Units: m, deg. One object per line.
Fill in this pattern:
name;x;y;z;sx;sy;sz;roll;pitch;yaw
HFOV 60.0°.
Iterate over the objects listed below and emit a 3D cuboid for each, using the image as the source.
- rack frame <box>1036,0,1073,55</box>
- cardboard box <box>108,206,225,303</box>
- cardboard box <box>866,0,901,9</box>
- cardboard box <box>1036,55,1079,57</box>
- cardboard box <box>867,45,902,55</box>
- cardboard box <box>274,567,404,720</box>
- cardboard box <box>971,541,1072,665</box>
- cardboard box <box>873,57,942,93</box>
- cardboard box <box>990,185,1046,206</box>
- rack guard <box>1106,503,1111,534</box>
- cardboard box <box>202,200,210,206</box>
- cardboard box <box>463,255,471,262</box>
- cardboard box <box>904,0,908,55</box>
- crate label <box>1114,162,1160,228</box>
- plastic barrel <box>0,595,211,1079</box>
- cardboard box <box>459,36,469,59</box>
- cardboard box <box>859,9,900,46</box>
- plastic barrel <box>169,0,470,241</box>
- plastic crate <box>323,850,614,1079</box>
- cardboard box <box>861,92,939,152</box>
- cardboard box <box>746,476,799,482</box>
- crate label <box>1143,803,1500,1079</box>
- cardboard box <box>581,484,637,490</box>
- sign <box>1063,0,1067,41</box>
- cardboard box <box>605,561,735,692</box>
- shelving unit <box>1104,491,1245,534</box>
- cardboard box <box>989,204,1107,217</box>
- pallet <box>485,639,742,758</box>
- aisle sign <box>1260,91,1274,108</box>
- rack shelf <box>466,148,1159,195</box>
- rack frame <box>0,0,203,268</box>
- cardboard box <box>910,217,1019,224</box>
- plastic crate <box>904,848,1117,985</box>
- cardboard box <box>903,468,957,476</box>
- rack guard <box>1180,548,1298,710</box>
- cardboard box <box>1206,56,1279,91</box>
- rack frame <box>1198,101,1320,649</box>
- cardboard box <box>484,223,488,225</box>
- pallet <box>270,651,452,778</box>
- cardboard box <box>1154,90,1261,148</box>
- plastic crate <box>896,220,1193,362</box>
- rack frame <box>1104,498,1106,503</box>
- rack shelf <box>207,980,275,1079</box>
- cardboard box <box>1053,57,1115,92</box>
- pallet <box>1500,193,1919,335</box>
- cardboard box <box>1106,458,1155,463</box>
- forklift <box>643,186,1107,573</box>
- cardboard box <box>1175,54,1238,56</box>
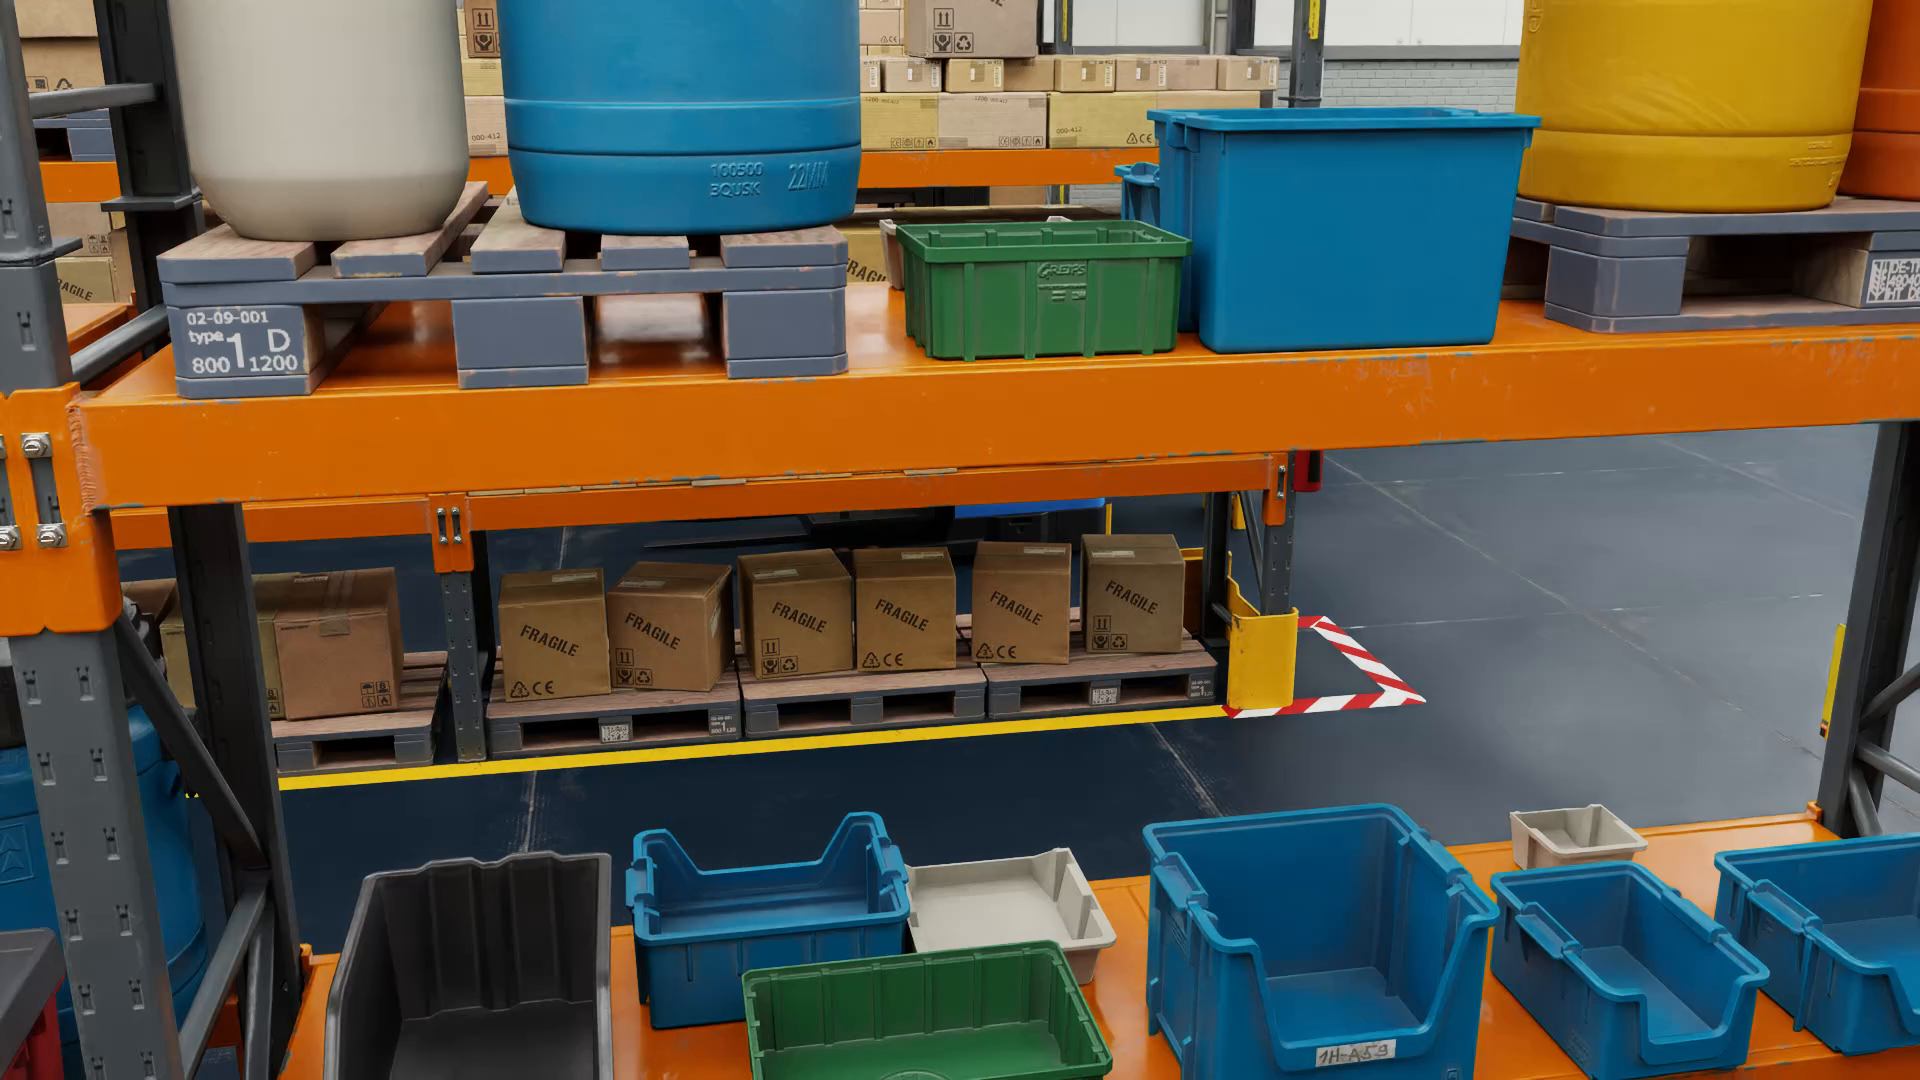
rack frame;0.681;-5.047;12.418;0.127;3.000;1.000;-3;17;-10
cardboard box;-3.212;-1.005;7.738;1.000;1.000;1.000;-3;17;-10
cardboard box;-0.582;-3.950;12.140;0.250;0.149;0.380;-3;17;-10
cardboard box;0.430;-2.317;8.216;0.250;0.149;0.380;-3;17;-8
cardboard box;-0.581;-3.569;12.256;0.250;0.149;0.380;-3;17;-11
cardboard box;-3.012;0.491;8.112;0.500;0.500;0.700;-5;18;-15
cardboard box;0.326;0.323;8.693;0.500;0.500;0.500;1;17;4
cardboard box;-0.248;-2.119;7.570;0.250;0.149;0.380;-4;18;-13
cardboard box;0.309;-2.758;13.088;0.550;0.550;0.875;-3;17;-10
rack guard;0.915;-0.202;11.543;0.087;0.250;0.587;-5;18;-14
cardboard box;-5.230;-2.368;12.040;0.500;0.500;0.700;-3;17;-11
cardboard box;-3.708;-1.898;12.214;0.500;0.500;0.500;-3;17;-11
cardboard box;0.014;-2.602;8.038;0.500;0.500;0.500;-3;17;-11
crate label;0.562;-0.670;3.529;0.408;0.251;0.502;-3;17;-10
plastic barrel;-1.902;0.601;3.392;0.708;0.901;0.600;-3;17;-10
cardboard box;-4.831;-4.867;16.480;0.500;0.250;0.500;-4;17;-12
cardboard box;-0.731;-3.769;12.230;0.500;0.250;0.500;-3;17;-11
plastic barrel;-1.005;-0.749;2.627;0.421;0.512;0.421;0;17;0
plastic crate;-0.927;0.944;3.236;0.504;0.338;0.767;-3;17;-10
cardboard box;-0.390;-1.922;7.607;0.500;0.250;0.500;-4;17;-11
cardboard box;-0.914;-0.403;7.944;0.250;0.149;0.380;-3;17;-10
crate label;0.706;0.847;3.384;0.616;0.435;0.502;-3;17;-10
cardboard box;-1.649;-0.359;7.798;0.250;0.149;0.380;-3;17;-10
sign;0.770;-3.842;12.229;0.005;0.325;0.100;-3;17;-10
cardboard box;-1.444;0.428;8.352;0.500;0.500;0.500;2;17;7
shelving unit;1.395;-0.837;11.483;1.083;1.500;0.587;-5;18;-14
cardboard box;0.438;-1.434;8.492;0.500;0.500;0.500;-3;17;-10
pallet;-1.752;0.764;8.465;1.213;0.211;1.003;-3;17;-10
aisle sign;1.526;-2.077;8.537;0.004;0.787;0.394;-3;17;-10
rack shelf;-0.441;-1.723;7.928;4.000;0.370;1.077;-3;17;-10
rack frame;-1.465;-1.961;2.371;0.127;3.000;1.000;-3;17;-10
cardboard box;0.048;-1.254;7.904;0.500;0.500;0.500;-3;17;-10
plastic crate;0.081;0.869;3.823;0.437;0.136;0.530;-3;17;-10
cardboard box;-0.171;-0.435;8.046;0.250;0.149;0.380;-3;17;-10
rack guard;1.448;0.455;8.979;0.348;0.500;1.175;-3;17;-10
cardboard box;1.309;-2.191;7.805;0.250;0.149;0.380;-3;17;-10
rack frame;1.522;-0.744;8.626;0.127;3.000;1.000;-3;17;-10
cardboard box;-2.015;-1.294;8.035;0.500;0.500;0.500;-3;17;-10
pallet;-3.169;0.855;8.167;1.213;0.211;1.003;-3;17;-10
cardboard box;1.097;-2.006;7.881;0.500;0.250;0.500;-3;17;-9
plastic crate;0.135;-0.435;2.873;0.450;0.188;0.336;-3;17;-10
rack frame;0.913;-0.799;11.359;0.032;1.500;0.500;-5;18;-14
rack shelf;-3.429;1.362;2.995;4.000;0.370;1.077;-3;17;-10
cardboard box;0.541;-2.143;7.648;0.250;0.149;0.380;-3;17;-10
pallet;1.631;-0.642;3.506;1.213;0.211;1.003;-3;17;-10
cardboard box;0.800;-0.506;8.279;0.250;0.149;0.380;-3;17;-10
forklift;-0.603;-1.354;10.727;3.031;2.935;1.130;-5;18;-14
cardboard box;1.208;-2.348;8.316;0.250;0.149;0.380;-3;17;-11
